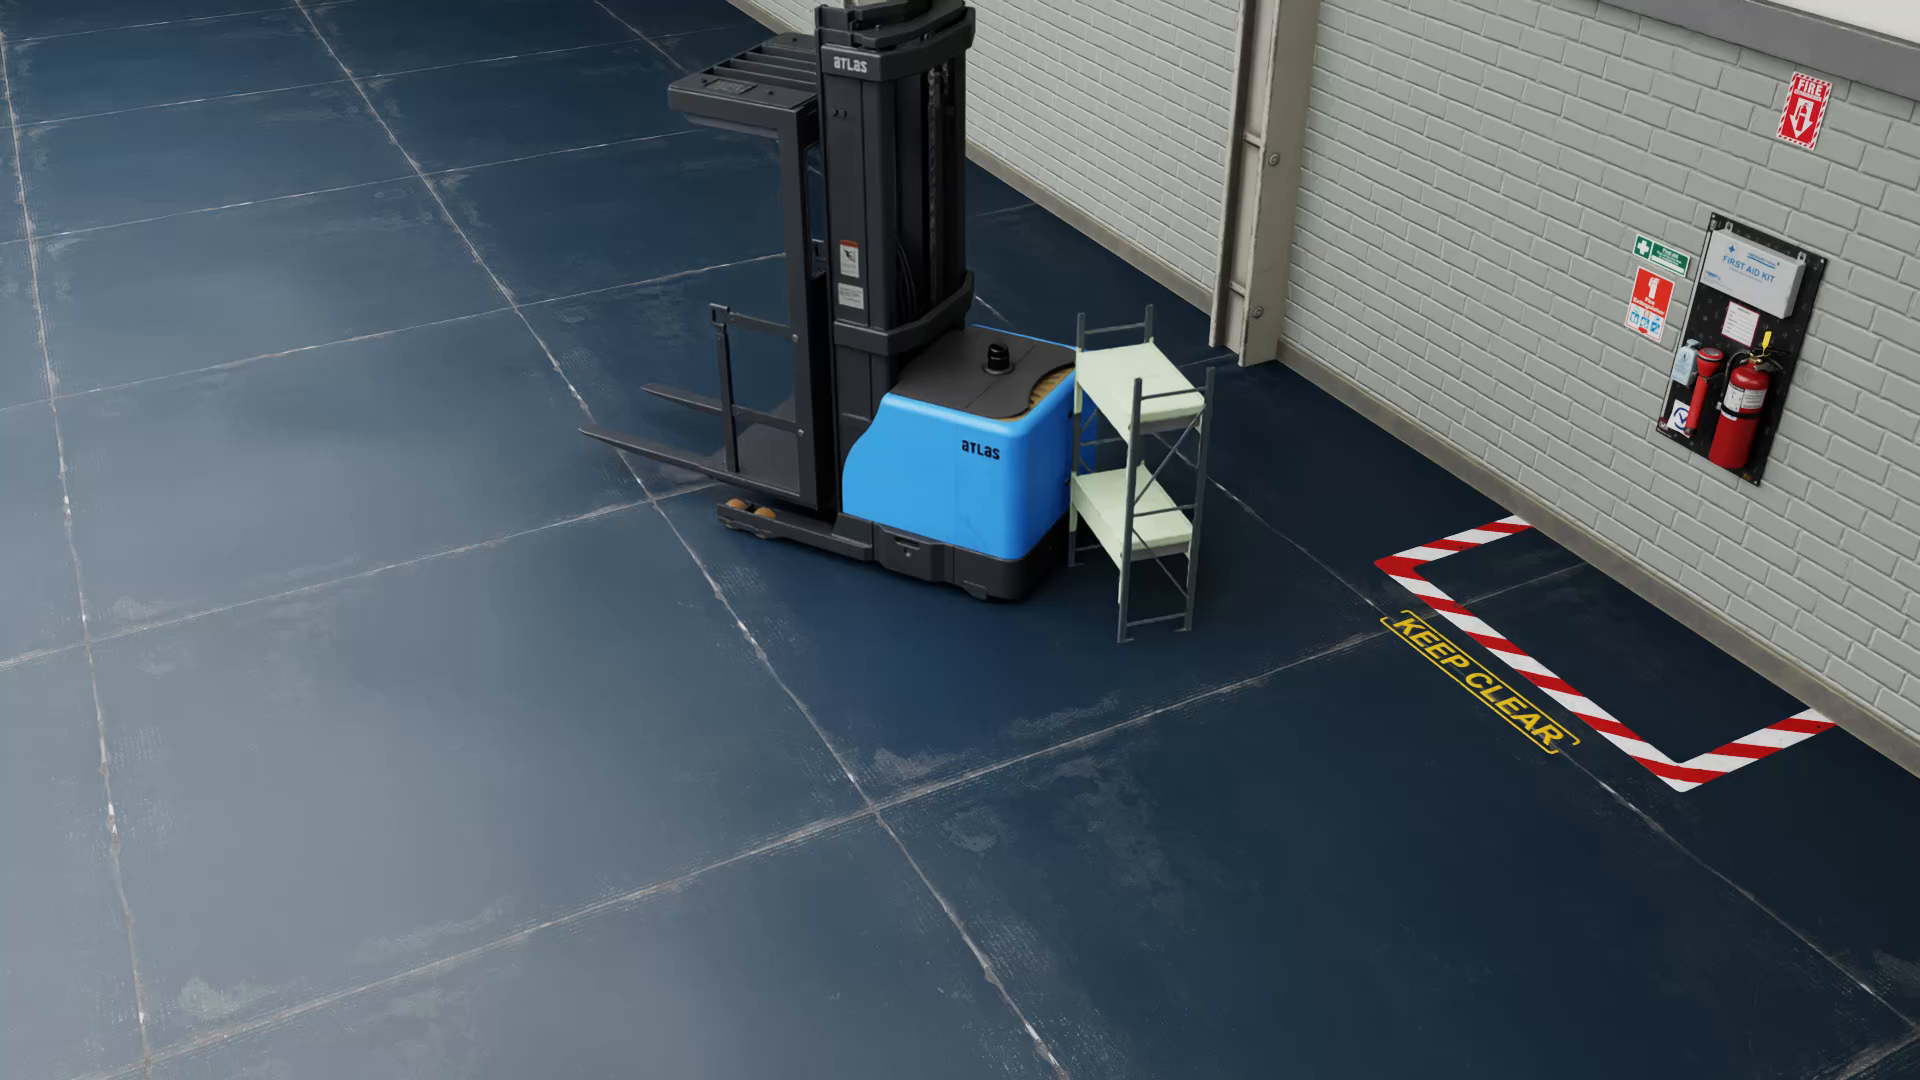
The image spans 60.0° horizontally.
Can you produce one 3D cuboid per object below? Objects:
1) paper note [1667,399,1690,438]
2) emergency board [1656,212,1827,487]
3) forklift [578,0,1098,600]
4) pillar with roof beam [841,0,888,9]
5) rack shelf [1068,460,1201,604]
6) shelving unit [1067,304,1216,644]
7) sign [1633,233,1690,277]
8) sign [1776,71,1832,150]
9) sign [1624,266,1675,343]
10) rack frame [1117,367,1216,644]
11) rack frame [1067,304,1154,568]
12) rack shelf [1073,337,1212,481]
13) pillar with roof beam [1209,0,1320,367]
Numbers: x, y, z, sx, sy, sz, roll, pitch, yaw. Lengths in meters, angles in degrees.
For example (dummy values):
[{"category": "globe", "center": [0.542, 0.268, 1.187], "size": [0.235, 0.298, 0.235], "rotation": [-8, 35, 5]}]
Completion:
[{"category": "paper note", "center": [3.581, -0.602, 8.244], "size": [0.016, 0.148, 0.142], "rotation": [-16, 36, -23]}, {"category": "emergency board", "center": [3.602, -0.871, 7.847], "size": [0.194, 1.169, 0.643], "rotation": [-16, 36, -23]}, {"category": "forklift", "center": [-0.785, -1.478, 8.859], "size": [3.031, 2.935, 1.130], "rotation": [16, 36, 23]}, {"category": "pillar with roof beam", "center": [-4.683, -6.852, 11.622], "size": [9.100, 9.000, 0.400], "rotation": [-16, 36, -23]}, {"category": "rack shelf", "center": [0.886, -0.053, 8.566], "size": [0.431, 0.370, 0.720], "rotation": [-10, 34, -15]}, {"category": "shelving unit", "center": [0.886, -0.328, 8.390], "size": [0.431, 1.500, 0.755], "rotation": [-10, 34, -15]}, {"category": "sign", "center": [3.430, -1.394, 8.140], "size": [0.001, 0.109, 0.331], "rotation": [-16, 36, -23]}, {"category": "sign", "center": [3.687, -1.876, 7.267], "size": [0.001, 0.298, 0.199], "rotation": [-16, 36, -23]}, {"category": "sign", "center": [3.436, -1.176, 8.290], "size": [0.001, 0.329, 0.234], "rotation": [-16, 36, -23]}, {"category": "rack frame", "center": [0.995, -0.139, 8.096], "size": [0.400, 1.500, 0.023], "rotation": [-10, 34, -15]}, {"category": "rack frame", "center": [0.777, -0.516, 8.684], "size": [0.400, 1.500, 0.023], "rotation": [-10, 34, -15]}, {"category": "rack shelf", "center": [0.886, -0.657, 8.180], "size": [0.431, 0.370, 0.720], "rotation": [-10, 34, -15]}, {"category": "pillar with roof beam", "center": [-1.885, -3.989, 7.152], "size": [9.100, 9.000, 0.400], "rotation": [-16, 36, -23]}]
